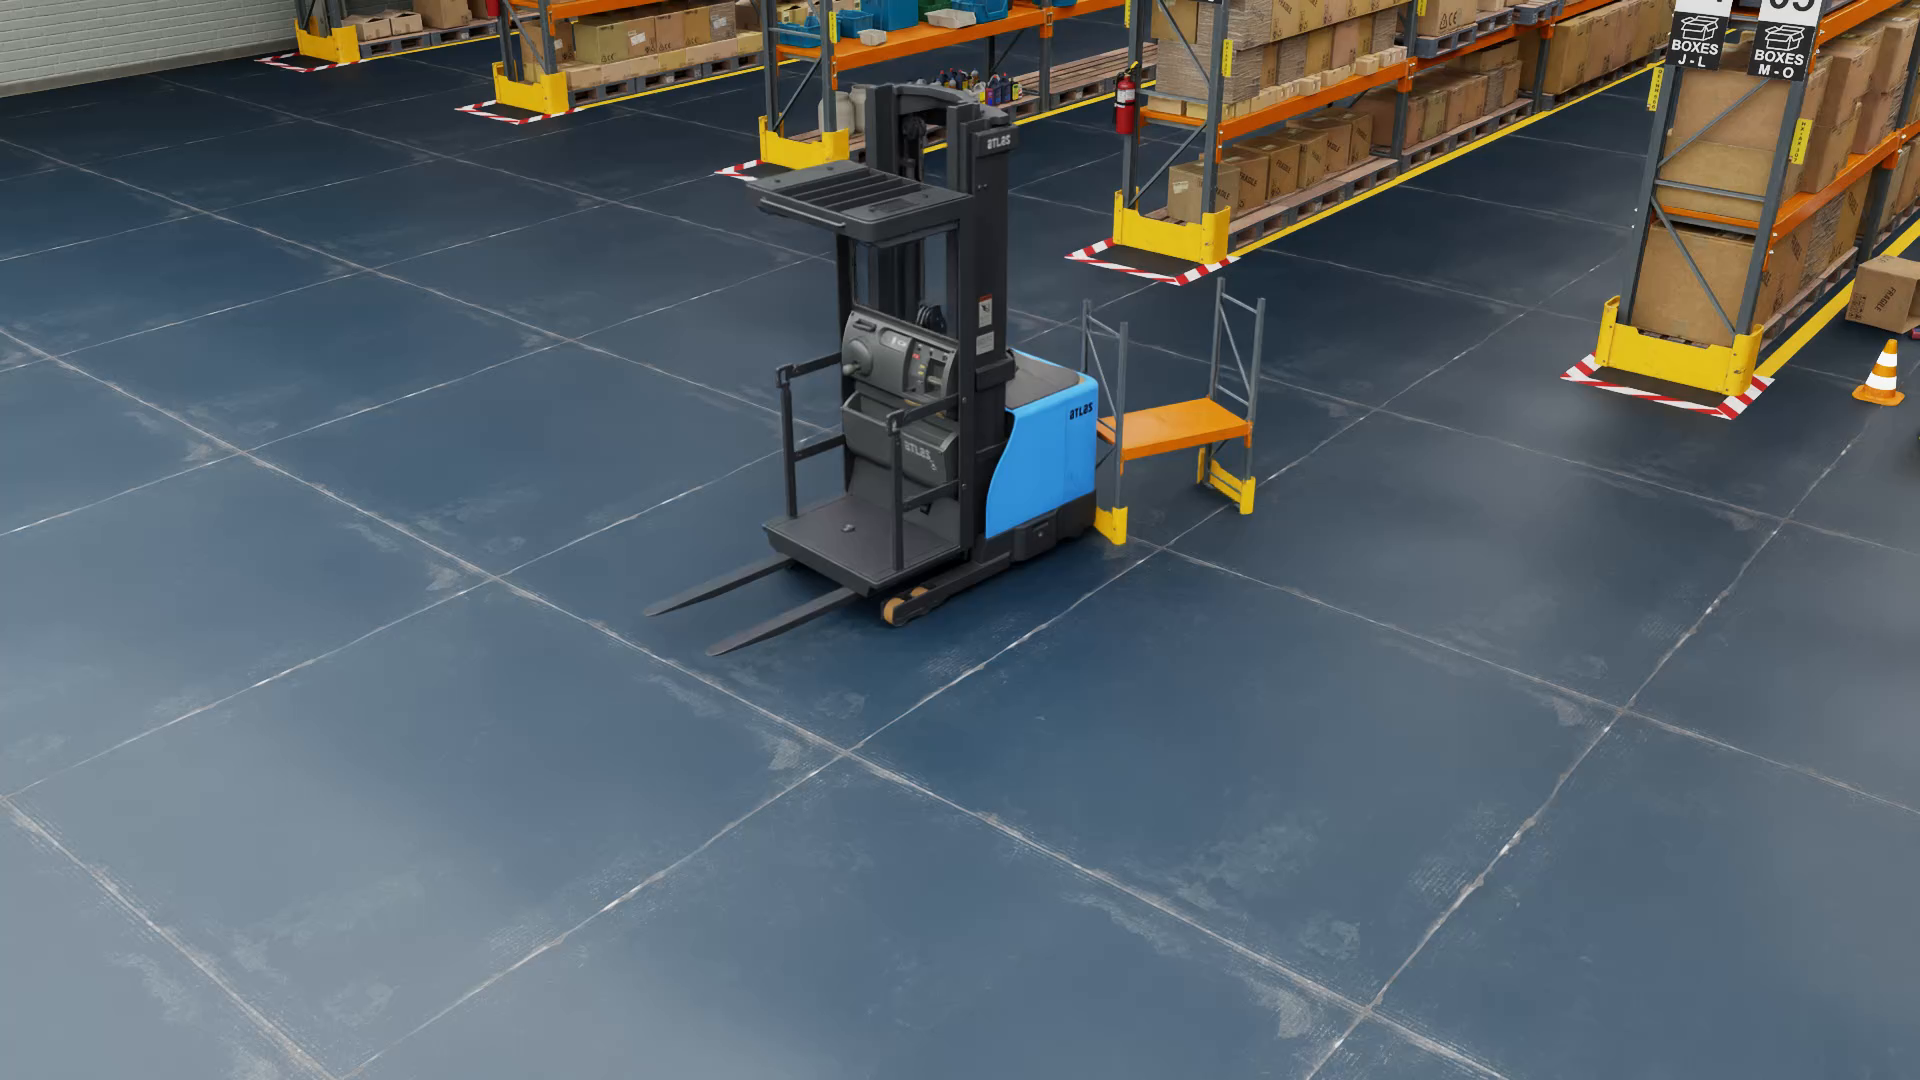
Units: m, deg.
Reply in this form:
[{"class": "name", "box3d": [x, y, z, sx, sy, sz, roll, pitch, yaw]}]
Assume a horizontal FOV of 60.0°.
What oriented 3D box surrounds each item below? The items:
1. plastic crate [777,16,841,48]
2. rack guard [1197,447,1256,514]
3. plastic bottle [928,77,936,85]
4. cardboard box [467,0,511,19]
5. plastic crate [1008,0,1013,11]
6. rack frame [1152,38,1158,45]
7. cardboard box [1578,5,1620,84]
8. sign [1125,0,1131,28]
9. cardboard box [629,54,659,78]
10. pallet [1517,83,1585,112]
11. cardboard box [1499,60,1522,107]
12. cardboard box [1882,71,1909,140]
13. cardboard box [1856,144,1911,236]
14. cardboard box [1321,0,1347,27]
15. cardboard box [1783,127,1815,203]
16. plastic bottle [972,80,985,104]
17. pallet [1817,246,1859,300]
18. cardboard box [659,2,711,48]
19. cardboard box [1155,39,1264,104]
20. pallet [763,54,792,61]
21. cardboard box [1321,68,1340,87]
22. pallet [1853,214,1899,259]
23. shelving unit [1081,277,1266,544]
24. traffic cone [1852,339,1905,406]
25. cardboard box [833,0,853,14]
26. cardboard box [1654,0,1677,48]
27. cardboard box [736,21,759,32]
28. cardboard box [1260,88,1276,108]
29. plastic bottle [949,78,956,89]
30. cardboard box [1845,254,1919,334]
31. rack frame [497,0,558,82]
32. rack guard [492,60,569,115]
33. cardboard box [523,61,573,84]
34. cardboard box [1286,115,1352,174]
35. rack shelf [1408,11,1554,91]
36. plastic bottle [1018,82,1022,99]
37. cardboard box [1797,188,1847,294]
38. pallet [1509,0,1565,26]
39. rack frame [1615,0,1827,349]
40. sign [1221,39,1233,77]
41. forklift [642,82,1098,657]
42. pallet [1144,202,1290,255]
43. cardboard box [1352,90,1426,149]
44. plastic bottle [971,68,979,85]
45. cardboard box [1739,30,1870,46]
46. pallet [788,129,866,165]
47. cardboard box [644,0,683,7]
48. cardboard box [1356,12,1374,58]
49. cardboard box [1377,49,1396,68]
[{"class": "plastic crate", "box3d": [-1.718, -5.820, 19.030, 0.499, 0.251, 0.616, 21, 34, 34]}, {"class": "rack guard", "box3d": [1.822, -0.410, 11.402, 0.087, 0.250, 0.587, -13, 30, -23]}, {"class": "plastic bottle", "box3d": [-0.352, -5.750, 21.210, 0.061, 0.283, 0.133, 23, 35, 37]}, {"class": "cardboard box", "box3d": [-7.535, -8.640, 26.561, 0.500, 0.500, 0.500, 18, 32, 31]}, {"class": "plastic crate", "box3d": [0.308, -6.863, 20.952, 0.767, 0.338, 0.504, 21, 34, 34]}, {"class": "rack frame", "box3d": [3.283, -8.458, 23.966, 1.000, 3.000, 0.127, 21, 34, 34]}, {"class": "cardboard box", "box3d": [8.133, -6.805, 22.627, 1.225, 0.875, 0.875, 21, 34, 35]}, {"class": "sign", "box3d": [1.601, -4.998, 15.674, 0.100, 0.325, 0.005, 21, 34, 34]}, {"class": "cardboard box", "box3d": [-4.479, -6.516, 22.749, 0.500, 0.250, 0.500, 21, 34, 34]}, {"class": "pallet", "box3d": [7.664, -6.029, 22.306, 1.003, 0.211, 1.213, 21, 34, 34]}, {"class": "cardboard box", "box3d": [6.694, -5.852, 21.171, 0.700, 0.500, 0.500, 19, 33, 32]}, {"class": "cardboard box", "box3d": [8.098, -4.039, 15.261, 0.875, 0.550, 0.550, 21, 34, 34]}, {"class": "cardboard box", "box3d": [8.649, -3.540, 16.452, 1.050, 0.750, 0.750, 21, 34, 34]}, {"class": "cardboard box", "box3d": [3.530, -5.442, 16.615, 0.500, 0.500, 0.500, 21, 34, 34]}, {"class": "cardboard box", "box3d": [6.313, -3.101, 13.448, 0.875, 0.550, 0.550, 21, 34, 34]}, {"class": "plastic bottle", "box3d": [0.224, -5.563, 20.775, 0.144, 0.351, 0.185, 21, 34, 34]}, {"class": "pallet", "box3d": [7.780, -2.621, 15.719, 1.003, 0.211, 1.213, 21, 34, 34]}, {"class": "cardboard box", "box3d": [-3.850, -7.206, 23.266, 0.500, 0.500, 0.500, 21, 34, 34]}, {"class": "cardboard box", "box3d": [2.387, -4.537, 15.955, 0.875, 0.500, 0.500, 21, 34, 34]}, {"class": "pallet", "box3d": [-2.643, -7.523, 25.193, 1.003, 0.211, 1.213, 21, 34, 34]}, {"class": "cardboard box", "box3d": [3.685, -4.791, 17.151, 0.380, 0.149, 0.250, 21, 34, 34]}, {"class": "pallet", "box3d": [8.756, -3.163, 16.767, 1.003, 0.211, 1.213, 21, 34, 34]}, {"class": "shelving unit", "box3d": [1.374, -0.865, 10.922, 1.083, 1.500, 0.587, -13, 30, -23]}, {"class": "traffic cone", "box3d": [7.213, -1.335, 12.958, 0.336, 0.463, 0.334, 21, 34, 34]}, {"class": "cardboard box", "box3d": [-1.975, -8.136, 25.270, 0.500, 0.311, 0.500, 19, 33, 33]}, {"class": "cardboard box", "box3d": [10.131, -7.882, 24.708, 0.875, 0.875, 0.875, 21, 34, 34]}, {"class": "cardboard box", "box3d": [-3.041, -7.685, 25.009, 0.500, 0.250, 0.500, 20, 34, 34]}, {"class": "cardboard box", "box3d": [2.869, -4.355, 16.310, 0.380, 0.149, 0.250, 21, 34, 34]}, {"class": "plastic bottle", "box3d": [-0.094, -5.771, 21.264, 0.097, 0.271, 0.097, 0, 27, 0]}, {"class": "cardboard box", "box3d": [8.128, -2.147, 14.485, 0.500, 0.500, 0.500, -21, 34, -35]}, {"class": "rack frame", "box3d": [-5.625, -7.070, 21.284, 1.000, 3.000, 0.127, 21, 34, 34]}, {"class": "rack guard", "box3d": [-5.641, -5.951, 21.842, 1.175, 0.500, 0.348, 21, 34, 34]}, {"class": "cardboard box", "box3d": [-5.512, -6.312, 22.354, 0.500, 0.250, 0.500, 21, 34, 34]}, {"class": "cardboard box", "box3d": [3.917, -4.333, 18.256, 0.500, 0.500, 0.500, -16, 31, -28]}, {"class": "rack shelf", "box3d": [5.833, -5.981, 19.963, 1.077, 0.370, 4.000, 21, 34, 34]}, {"class": "plastic bottle", "box3d": [0.748, -5.772, 21.342, 0.097, 0.201, 0.097, 0, 27, 0]}, {"class": "cardboard box", "box3d": [7.299, -2.826, 14.935, 0.875, 0.875, 0.875, 21, 34, 35]}, {"class": "pallet", "box3d": [6.734, -6.641, 20.663, 1.213, 0.211, 1.003, 21, 34, 34]}, {"class": "rack frame", "box3d": [5.779, -2.688, 12.814, 1.000, 3.000, 0.127, 21, 34, 34]}, {"class": "sign", "box3d": [2.435, -4.400, 15.180, 0.100, 0.325, 0.005, 21, 34, 34]}, {"class": "forklift", "box3d": [-0.517, -1.057, 9.735, 3.031, 2.935, 1.130, -24, 36, -38]}, {"class": "pallet", "box3d": [2.609, -3.240, 16.915, 1.003, 0.211, 1.213, 21, 34, 34]}, {"class": "cardboard box", "box3d": [4.968, -4.888, 19.308, 0.700, 0.500, 0.500, 18, 32, 31]}, {"class": "plastic bottle", "box3d": [0.198, -6.038, 21.780, 0.097, 0.271, 0.097, 0, 27, 0]}, {"class": "cardboard box", "box3d": [7.022, -3.961, 13.936, 0.875, 0.550, 0.500, 21, 34, 34]}, {"class": "pallet", "box3d": [-1.273, -4.710, 19.756, 1.003, 0.211, 1.213, 21, 34, 34]}, {"class": "cardboard box", "box3d": [-4.254, -7.359, 23.562, 0.500, 0.500, 0.500, 21, 34, 34]}, {"class": "cardboard box", "box3d": [3.881, -5.460, 17.739, 0.875, 0.500, 0.500, 21, 34, 34]}, {"class": "cardboard box", "box3d": [4.484, -5.232, 18.005, 0.380, 0.149, 0.250, 21, 34, 34]}]
